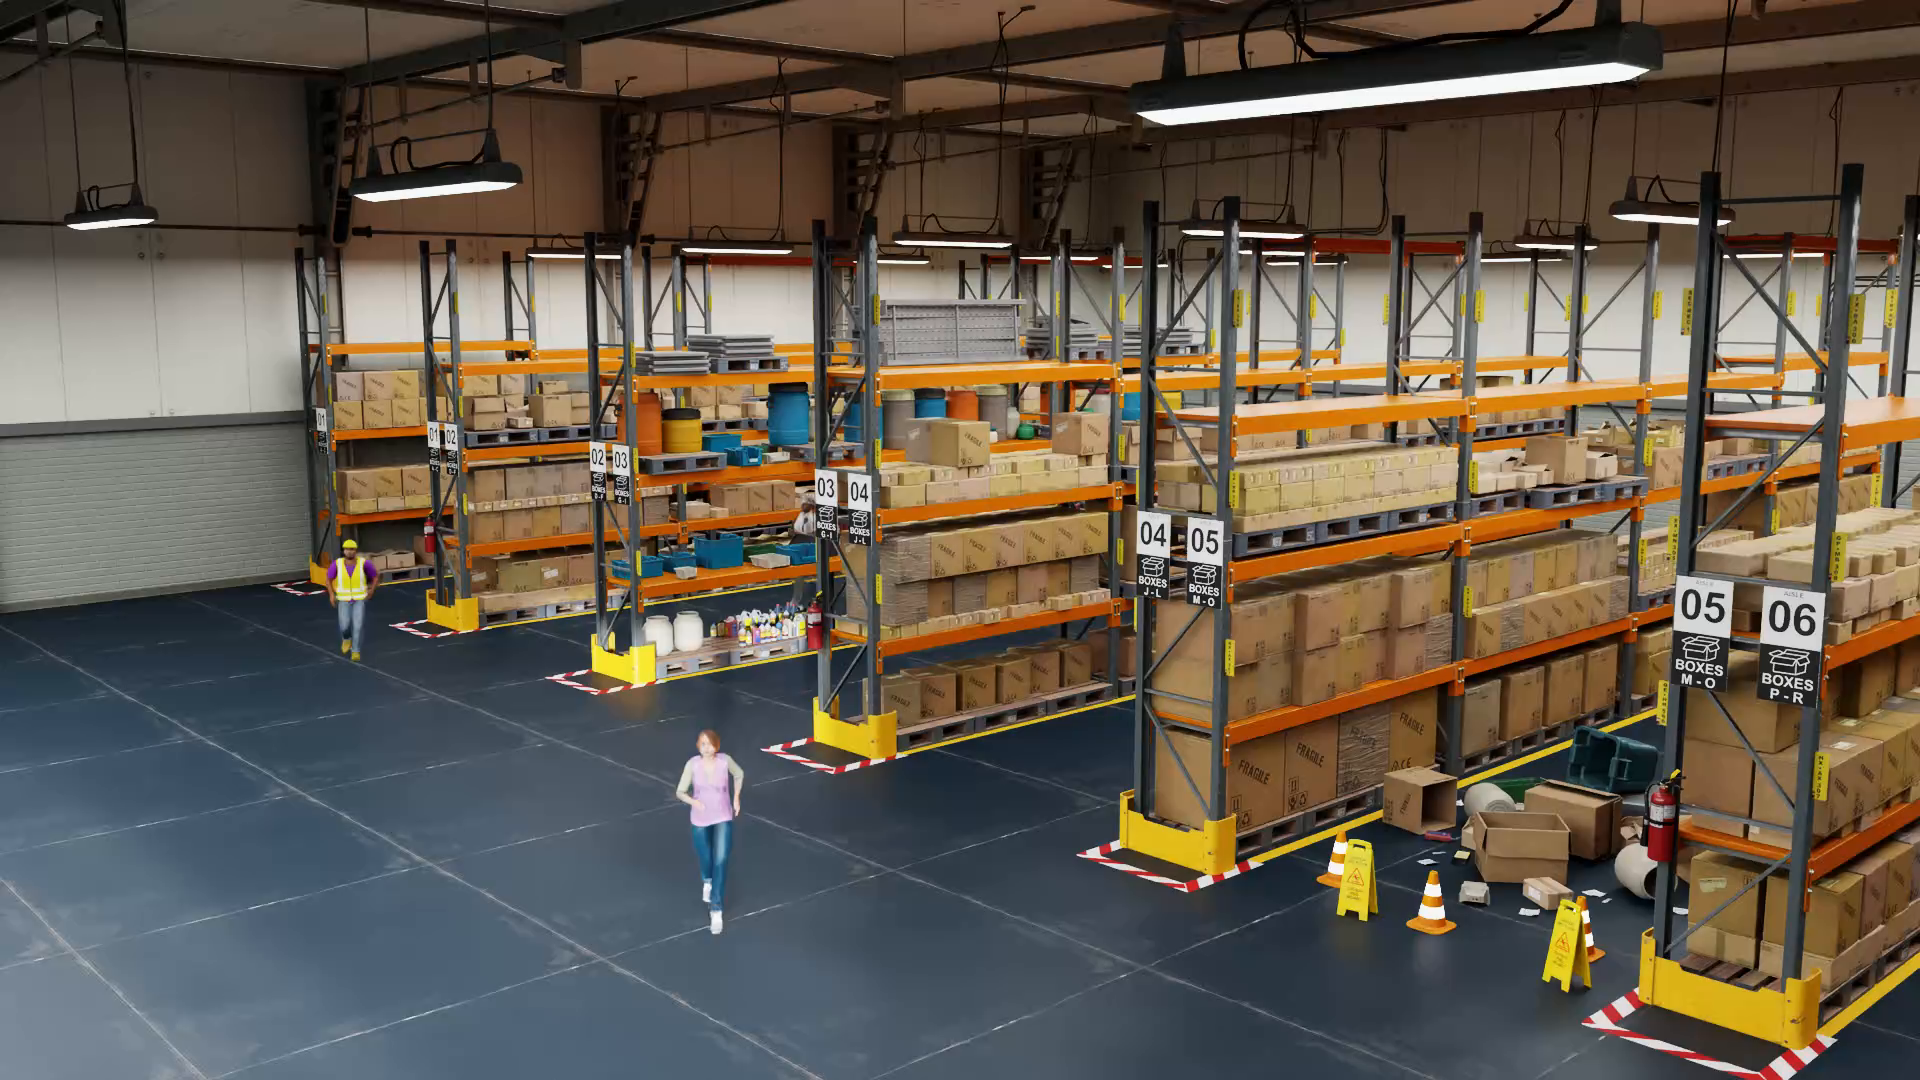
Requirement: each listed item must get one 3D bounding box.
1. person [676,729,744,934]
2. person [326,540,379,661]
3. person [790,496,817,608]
[{"bbox_3d":[-2.076,2.361,13.847,0.545,1.631,0.800,-1,8,-4],"label":"person"},{"bbox_3d":[-8.647,0.846,23.718,0.715,1.734,0.577,-3,9,-18],"label":"person"},{"bbox_3d":[-2.442,0.182,26.415,0.546,1.796,0.720,7,11,38],"label":"person"}]
